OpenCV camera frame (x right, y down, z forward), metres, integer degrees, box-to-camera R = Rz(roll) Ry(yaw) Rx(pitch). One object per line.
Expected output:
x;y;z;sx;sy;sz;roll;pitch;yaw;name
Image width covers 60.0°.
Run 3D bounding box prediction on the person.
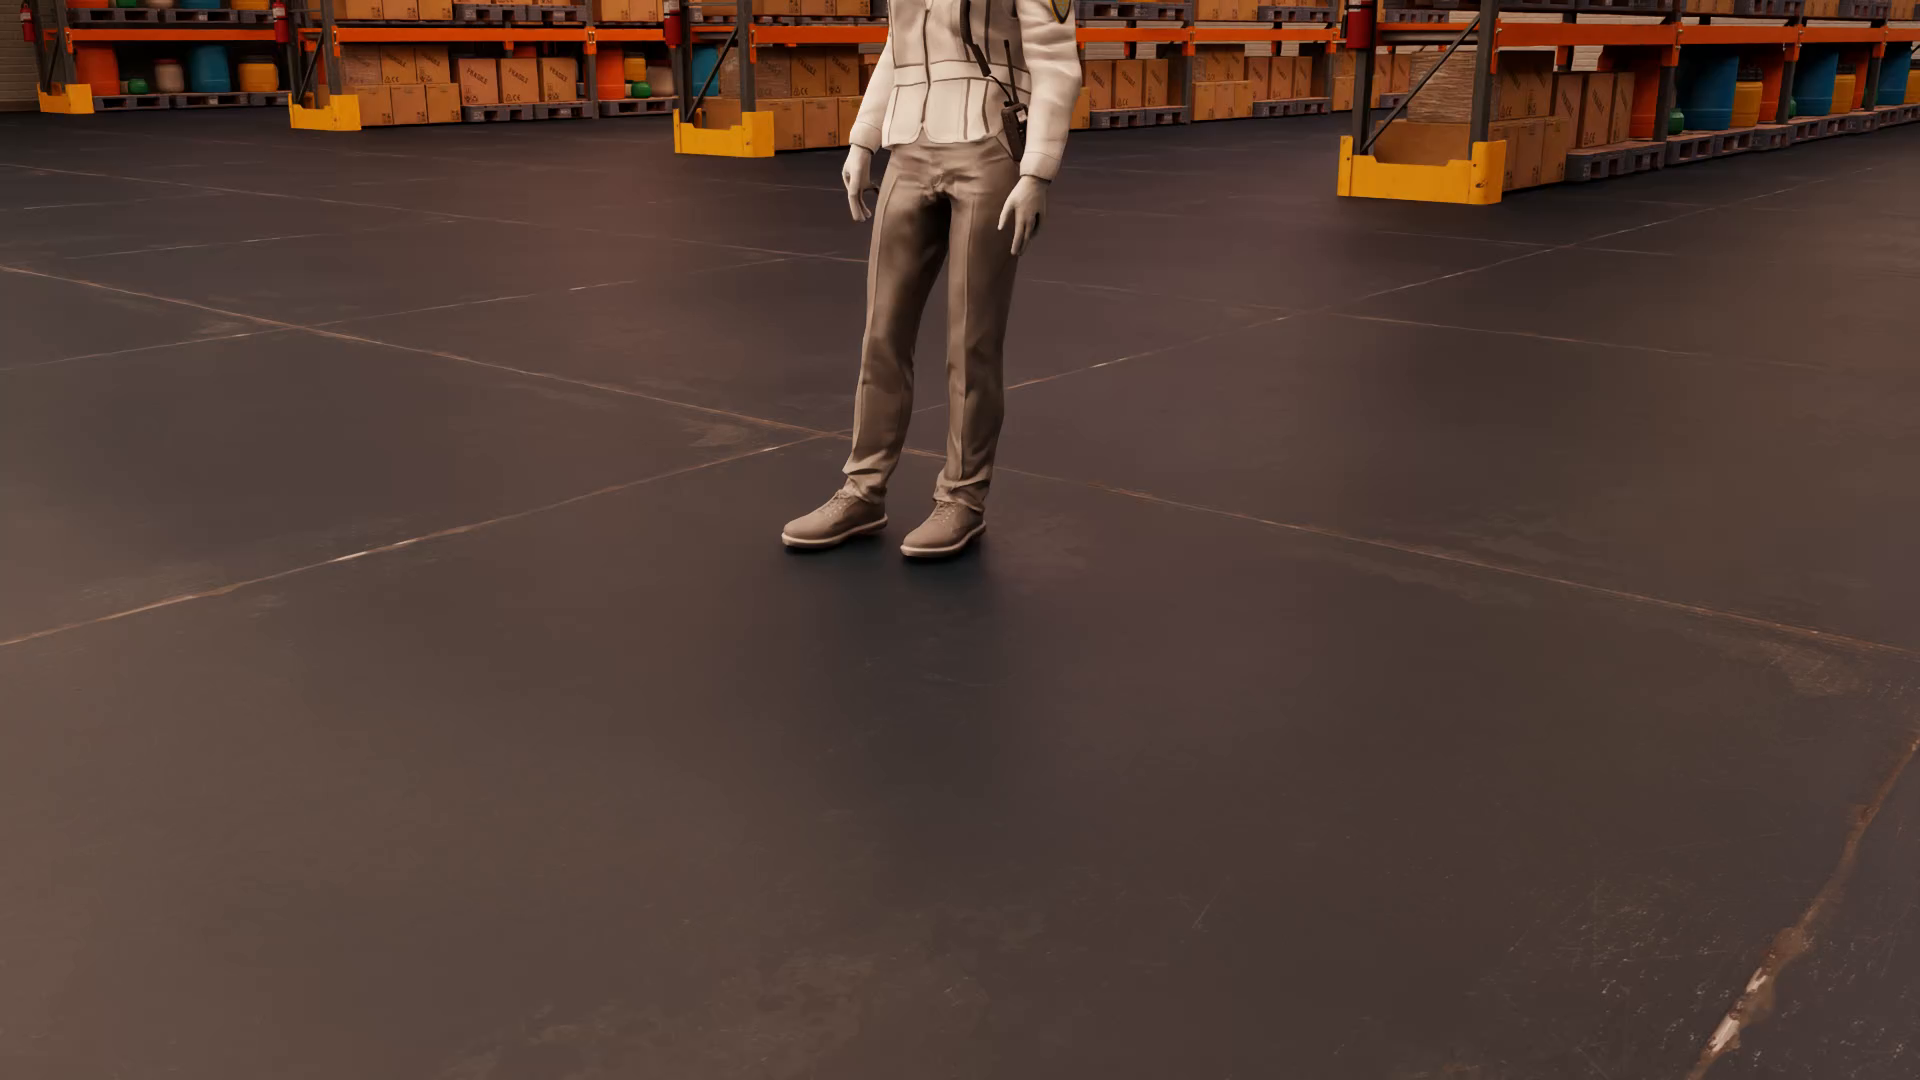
-0.049;-0.803;3.647;0.587;1.694;0.530;13;21;37;person
